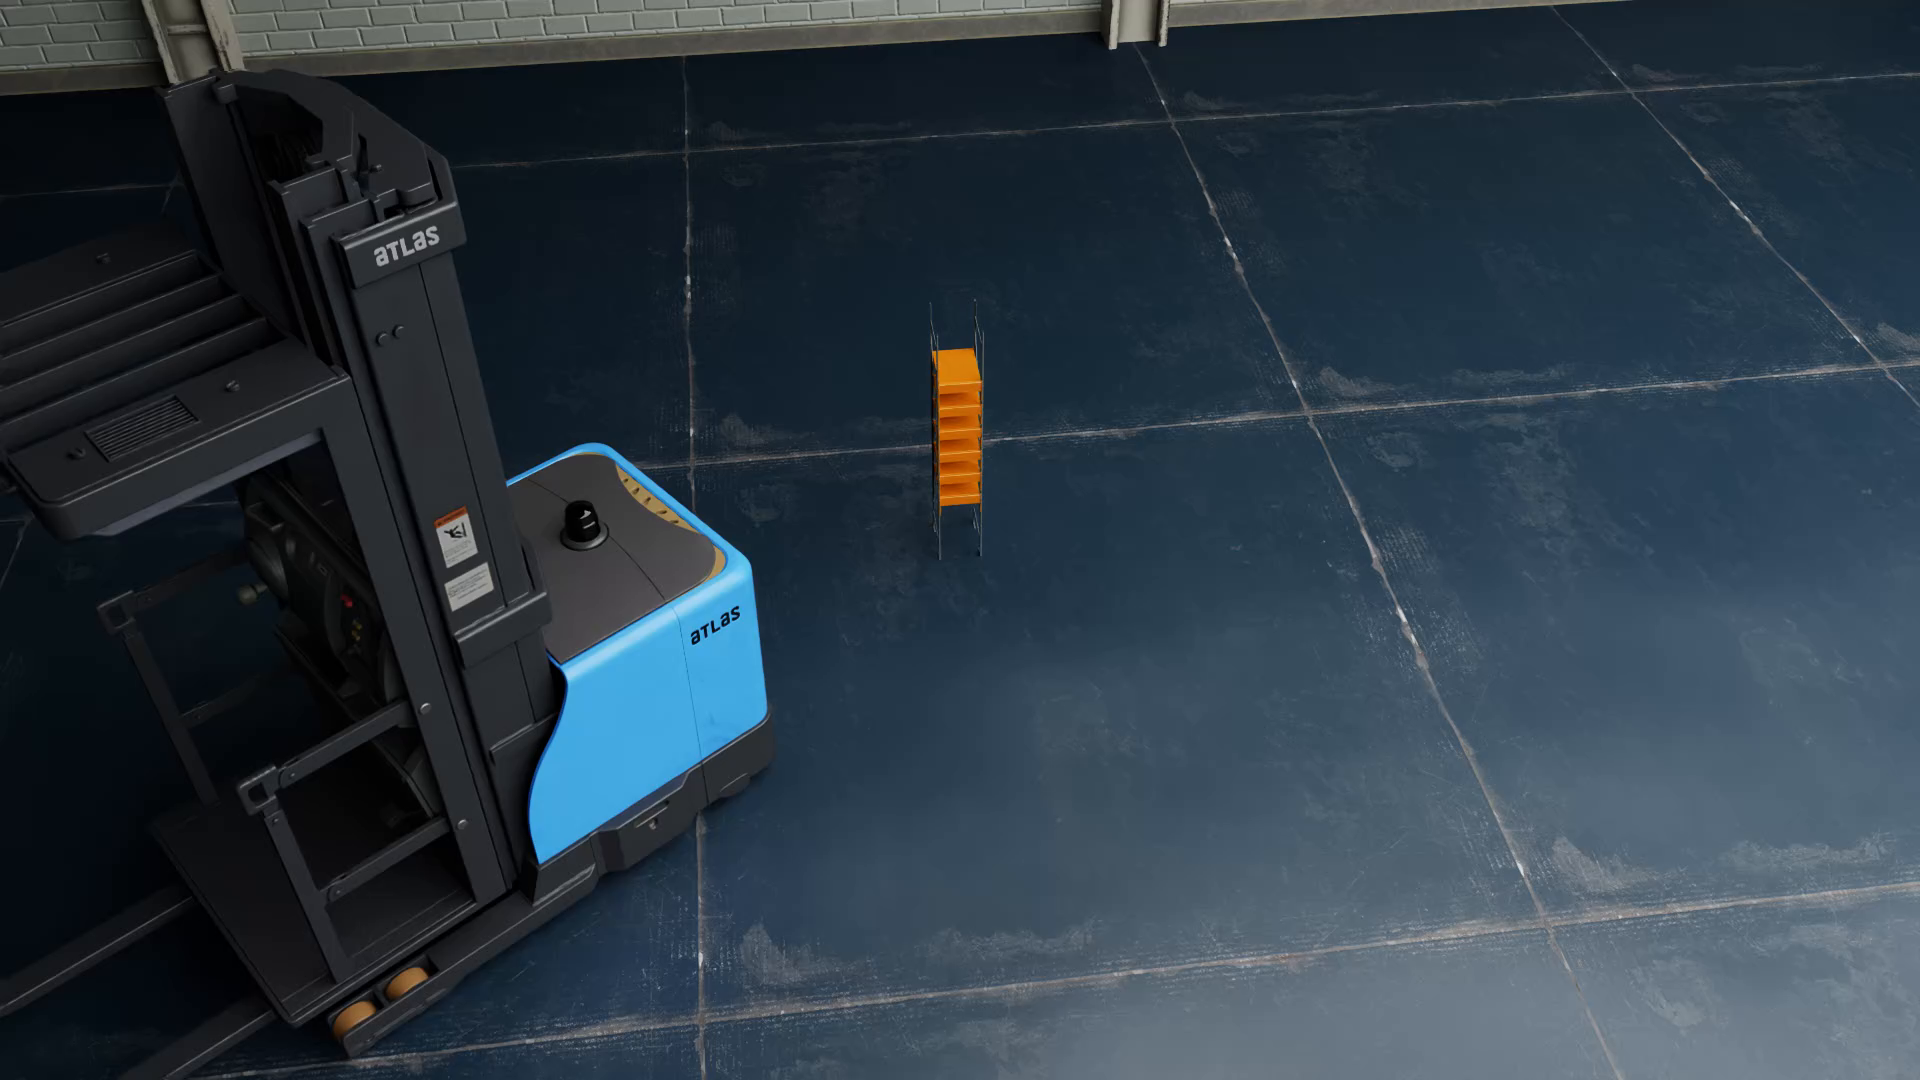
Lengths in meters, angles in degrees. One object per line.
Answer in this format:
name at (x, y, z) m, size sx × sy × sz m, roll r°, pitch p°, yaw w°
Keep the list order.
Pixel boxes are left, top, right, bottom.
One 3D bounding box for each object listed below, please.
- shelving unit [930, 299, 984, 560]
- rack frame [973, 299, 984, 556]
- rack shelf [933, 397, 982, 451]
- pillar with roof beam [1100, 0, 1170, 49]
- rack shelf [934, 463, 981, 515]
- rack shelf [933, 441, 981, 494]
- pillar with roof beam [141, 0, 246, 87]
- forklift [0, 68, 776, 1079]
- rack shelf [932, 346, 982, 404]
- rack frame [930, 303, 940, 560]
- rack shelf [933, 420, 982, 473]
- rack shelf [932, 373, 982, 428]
shelving unit at (-0.014, -0.444, 7.062) m, size 0.189 × 1.200 × 0.258 m, roll -5°, pitch 42°, yaw -6°
rack frame at (0.076, -0.452, 7.071) m, size 0.006 × 1.200 × 0.240 m, roll -5°, pitch 42°, yaw -6°
rack shelf at (-0.014, -0.500, 7.011) m, size 0.180 × 0.103 × 0.258 m, roll -5°, pitch 42°, yaw -6°
pillar with roof beam at (1.725, -3.878, 5.045) m, size 0.400 × 9.000 × 9.100 m, roll -5°, pitch 42°, yaw -6°
rack shelf at (-0.014, -0.233, 7.252) m, size 0.180 × 0.103 × 0.258 m, roll -5°, pitch 42°, yaw -6°
rack shelf at (-0.014, -0.322, 7.172) m, size 0.180 × 0.103 × 0.258 m, roll -5°, pitch 42°, yaw -6°
pillar with roof beam at (-4.225, -3.357, 4.468) m, size 0.400 × 9.000 × 9.100 m, roll -5°, pitch 42°, yaw -6°
forklift at (-2.136, 0.223, 5.030) m, size 3.031 × 2.935 × 1.130 m, roll -32°, pitch 51°, yaw -30°
rack shelf at (-0.014, -0.679, 6.851) m, size 0.180 × 0.103 × 0.258 m, roll -5°, pitch 42°, yaw -6°
rack frame at (-0.105, -0.436, 7.053) m, size 0.006 × 1.200 × 0.240 m, roll -5°, pitch 42°, yaw -6°
rack shelf at (-0.014, -0.411, 7.092) m, size 0.180 × 0.103 × 0.258 m, roll -5°, pitch 42°, yaw -6°
rack shelf at (-0.014, -0.589, 6.931) m, size 0.180 × 0.103 × 0.258 m, roll -5°, pitch 42°, yaw -6°
